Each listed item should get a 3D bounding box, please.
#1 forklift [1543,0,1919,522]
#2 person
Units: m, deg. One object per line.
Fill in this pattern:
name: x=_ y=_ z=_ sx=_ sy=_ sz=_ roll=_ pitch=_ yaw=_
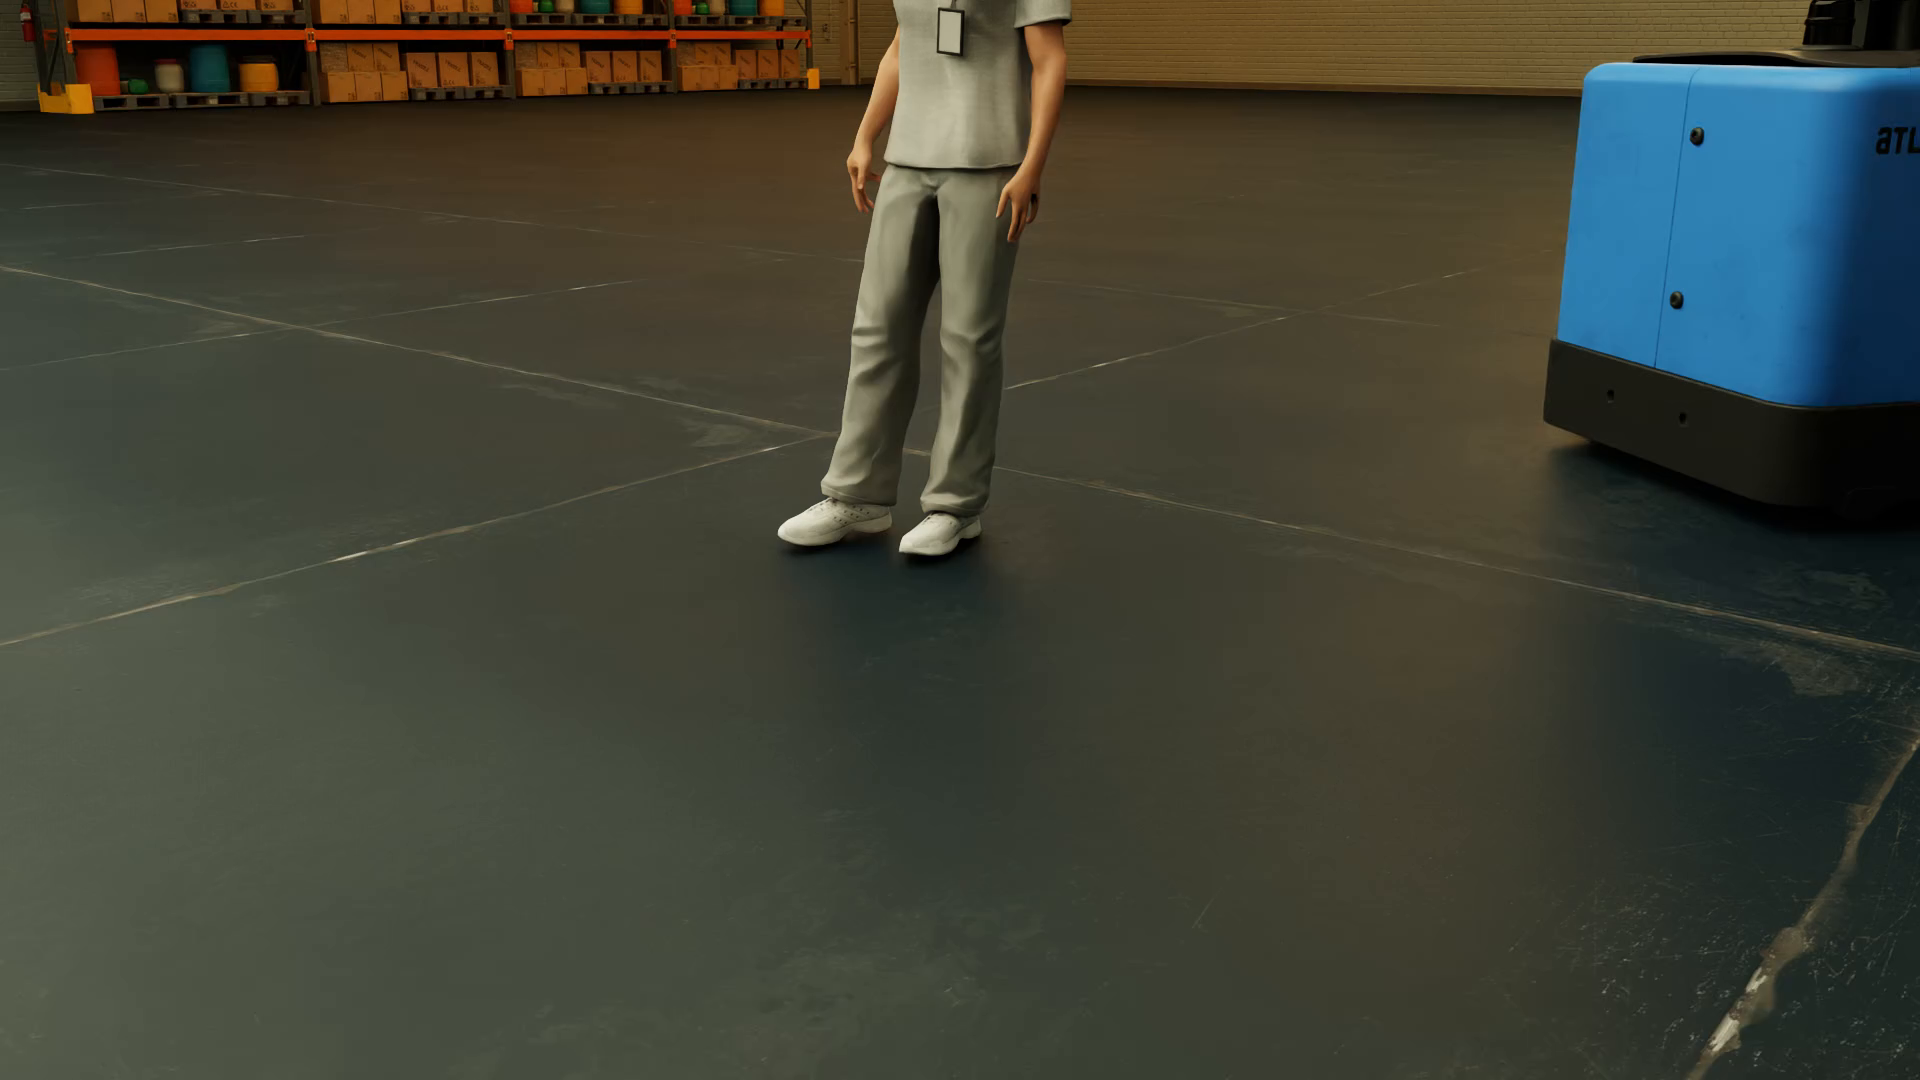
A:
forklift: x=3.269 y=-1.660 z=4.363 sx=3.031 sy=2.935 sz=1.130 roll=-4 pitch=17 yaw=-14
person: x=-0.057 y=-0.795 z=3.650 sx=0.549 sy=1.675 sz=0.549 roll=13 pitch=21 yaw=37
